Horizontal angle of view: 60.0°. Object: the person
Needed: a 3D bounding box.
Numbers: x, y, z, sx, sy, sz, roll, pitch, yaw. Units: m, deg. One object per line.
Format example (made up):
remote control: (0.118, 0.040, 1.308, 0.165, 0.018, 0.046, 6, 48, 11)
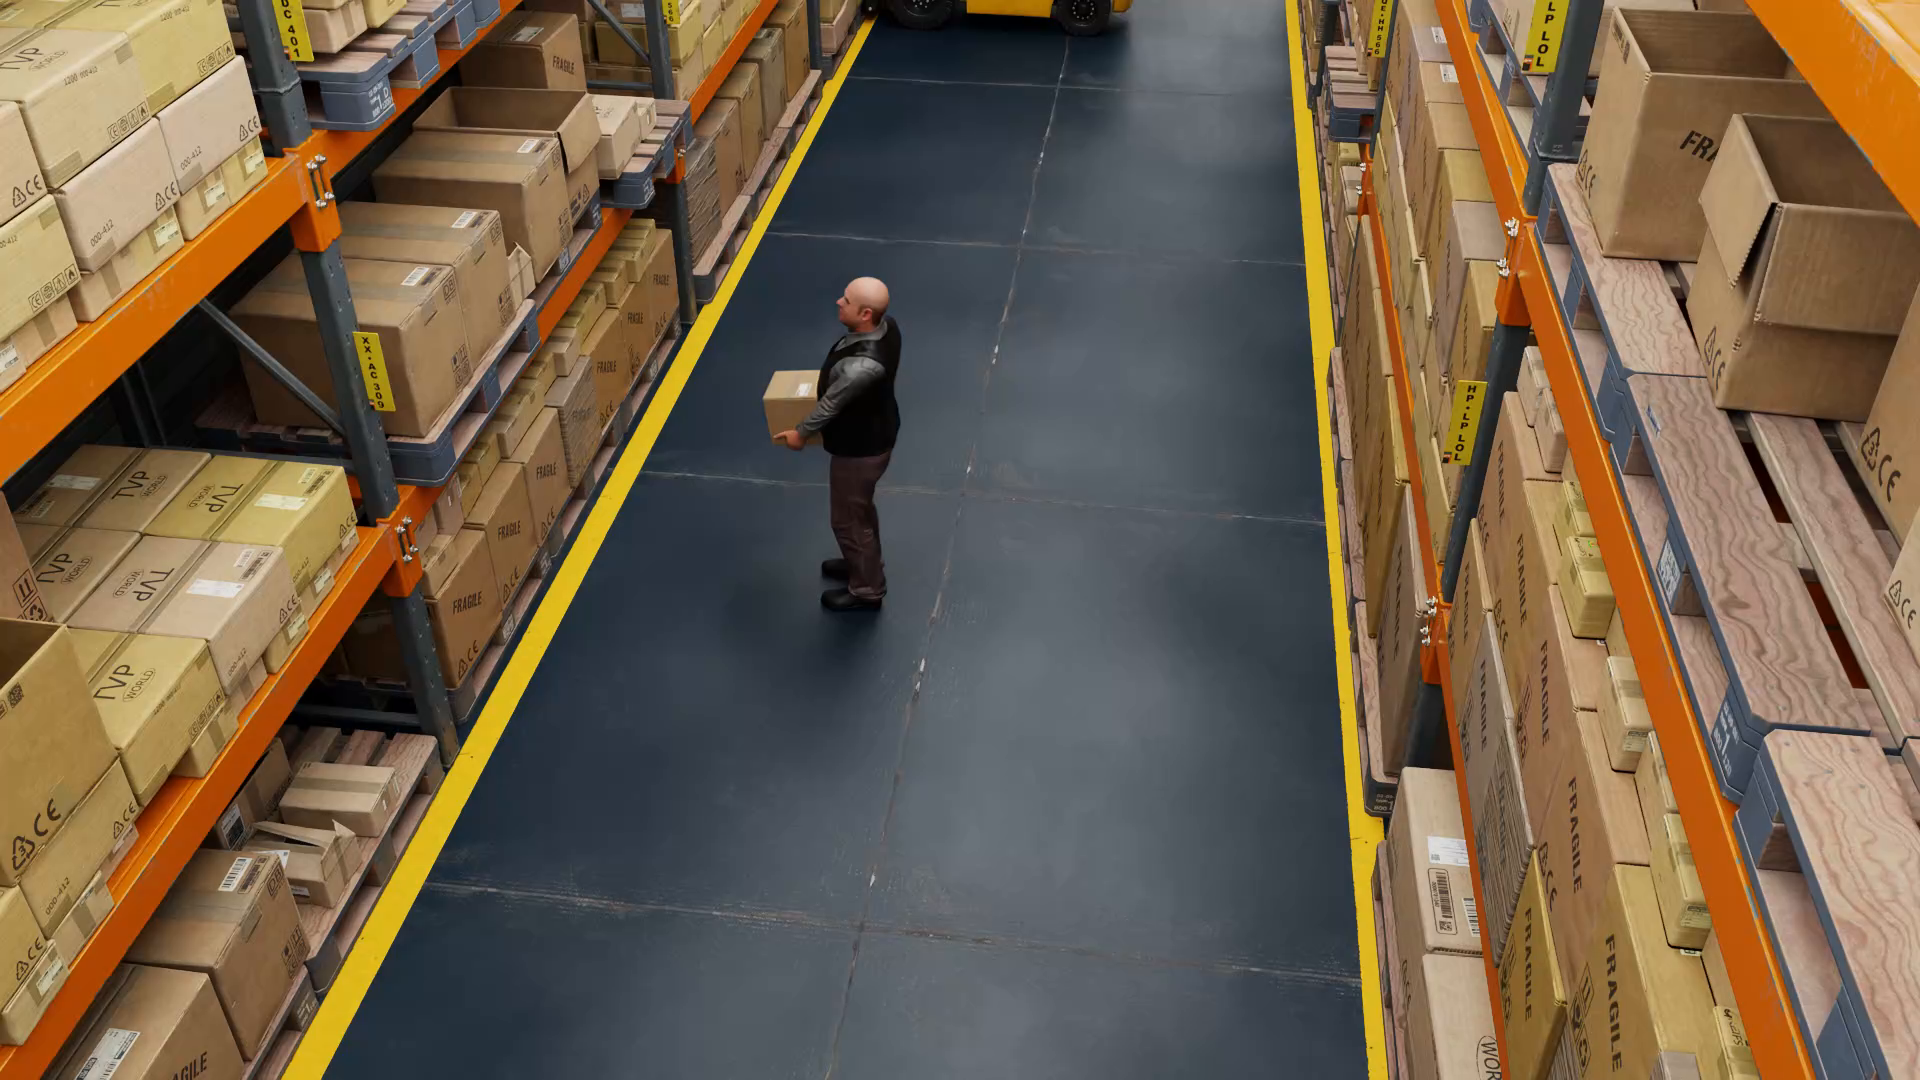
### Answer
person: (-0.557, -0.448, 7.688, 0.560, 1.711, 0.494, 5, 36, 7)
